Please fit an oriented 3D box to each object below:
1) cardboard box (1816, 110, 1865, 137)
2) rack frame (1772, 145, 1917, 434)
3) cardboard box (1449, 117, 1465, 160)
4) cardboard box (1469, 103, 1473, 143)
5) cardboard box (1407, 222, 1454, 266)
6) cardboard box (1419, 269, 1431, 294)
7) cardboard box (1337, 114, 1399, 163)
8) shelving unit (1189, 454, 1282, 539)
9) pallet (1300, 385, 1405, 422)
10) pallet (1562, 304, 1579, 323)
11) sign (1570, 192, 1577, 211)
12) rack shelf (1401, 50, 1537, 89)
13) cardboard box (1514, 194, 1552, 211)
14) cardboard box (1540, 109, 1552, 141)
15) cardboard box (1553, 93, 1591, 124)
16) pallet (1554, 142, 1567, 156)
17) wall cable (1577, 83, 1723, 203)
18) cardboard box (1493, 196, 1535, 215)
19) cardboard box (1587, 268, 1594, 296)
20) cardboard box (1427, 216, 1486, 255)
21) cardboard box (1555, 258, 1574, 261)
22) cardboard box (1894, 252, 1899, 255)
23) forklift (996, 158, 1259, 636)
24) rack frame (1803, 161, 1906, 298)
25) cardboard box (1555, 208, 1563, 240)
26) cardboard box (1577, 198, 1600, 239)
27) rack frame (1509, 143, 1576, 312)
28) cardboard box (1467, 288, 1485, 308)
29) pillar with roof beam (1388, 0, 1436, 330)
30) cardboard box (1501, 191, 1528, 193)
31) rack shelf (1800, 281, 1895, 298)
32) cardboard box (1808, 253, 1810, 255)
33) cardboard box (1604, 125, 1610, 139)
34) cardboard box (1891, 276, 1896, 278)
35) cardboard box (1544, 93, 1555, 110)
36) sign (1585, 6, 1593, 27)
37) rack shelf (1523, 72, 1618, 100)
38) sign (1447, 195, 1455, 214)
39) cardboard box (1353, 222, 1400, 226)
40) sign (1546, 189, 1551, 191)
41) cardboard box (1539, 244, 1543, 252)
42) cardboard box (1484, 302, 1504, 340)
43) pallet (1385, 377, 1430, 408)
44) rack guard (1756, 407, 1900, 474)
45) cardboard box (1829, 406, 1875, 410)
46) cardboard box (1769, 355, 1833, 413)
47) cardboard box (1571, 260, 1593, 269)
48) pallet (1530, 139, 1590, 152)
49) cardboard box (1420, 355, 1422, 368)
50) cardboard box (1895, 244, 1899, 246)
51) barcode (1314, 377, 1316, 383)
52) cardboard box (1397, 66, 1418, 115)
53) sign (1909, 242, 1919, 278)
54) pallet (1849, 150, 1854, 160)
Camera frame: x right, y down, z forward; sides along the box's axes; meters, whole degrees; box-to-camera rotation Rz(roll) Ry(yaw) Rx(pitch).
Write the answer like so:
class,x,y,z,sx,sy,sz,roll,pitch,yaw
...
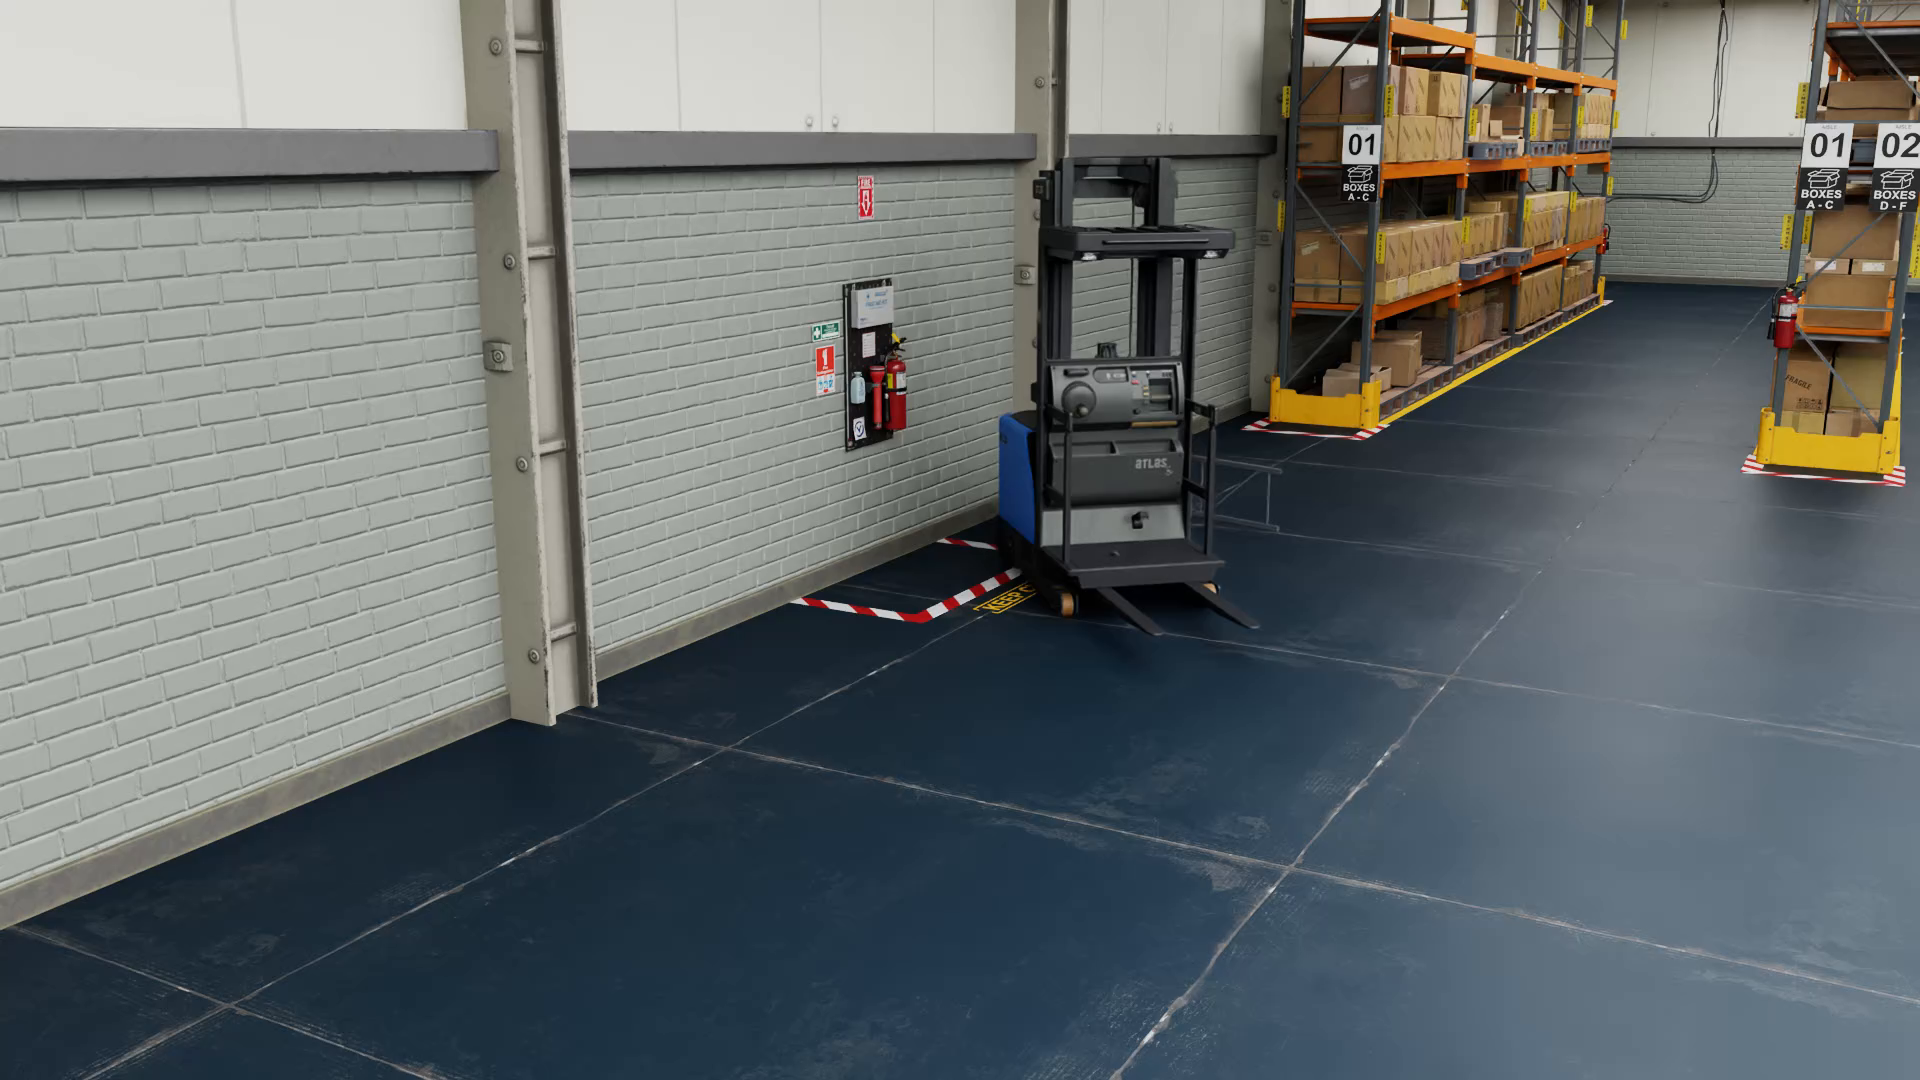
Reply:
class,x,y,z,sx,sy,sz,roll,pitch,yaw
cardboard box,8.648,-4.103,16.377,0.500,0.250,0.500,7,15,28
rack frame,8.322,-2.179,15.673,1.000,3.000,0.127,7,15,28
cardboard box,5.889,-4.945,20.488,0.500,0.500,0.500,8,16,30
cardboard box,6.252,-5.375,21.417,0.500,0.500,0.500,10,17,36
cardboard box,5.724,-3.627,20.354,0.500,0.500,0.500,7,15,28
cardboard box,5.234,-3.056,19.588,0.500,0.250,0.500,8,15,29
cardboard box,4.364,-4.297,17.799,0.500,0.500,0.500,8,16,30
shelving unit,1.614,-0.350,13.176,1.500,0.587,1.083,13,19,43
pallet,4.444,-1.562,19.064,1.003,0.211,1.213,7,15,28
pallet,10.221,-3.993,29.147,1.003,0.211,1.213,7,15,28
sign,10.265,-5.667,27.837,0.100,0.325,0.005,7,15,28
rack shelf,6.884,-6.343,22.532,1.077,0.370,4.000,7,15,28
cardboard box,9.035,-5.331,26.257,0.500,0.250,0.500,7,15,27
cardboard box,9.051,-6.633,26.594,0.700,0.500,0.500,7,15,27
cardboard box,10.375,-7.319,28.202,0.500,0.500,0.500,7,15,28
pallet,9.385,-6.373,27.078,0.805,0.209,1.217,7,15,26
wall cable,14.766,-8.549,35.920,3.097,2.526,0.112,7,15,28
cardboard box,8.310,-5.018,24.959,0.500,0.250,0.500,8,16,29
cardboard box,11.468,-4.856,31.215,0.700,0.500,0.500,7,15,28
cardboard box,6.761,-4.176,22.803,0.700,0.500,0.500,10,17,36
cardboard box,11.353,-5.220,31.339,0.380,0.149,0.250,7,15,28
cardboard box,9.198,-2.811,16.697,0.380,0.149,0.250,7,15,26
forklift,1.112,-1.015,10.991,1.130,2.935,3.031,-3,14,-13
rack frame,10.256,-3.000,19.077,1.000,3.000,0.127,7,15,28
cardboard box,9.545,-5.176,27.211,0.500,0.500,0.500,8,15,28
cardboard box,11.139,-5.912,30.516,0.980,0.700,0.700,7,15,28
rack frame,9.785,-5.202,28.210,1.000,3.000,0.127,7,15,28
cardboard box,7.218,-3.481,23.867,0.500,0.250,0.500,8,16,29
pillar with roof beam,10.234,-6.641,21.380,9.100,9.000,0.400,7,15,28
cardboard box,9.088,-5.596,27.356,0.500,0.250,0.500,8,15,29
rack shelf,11.223,-3.061,20.863,1.077,0.370,4.000,7,15,28
cardboard box,8.589,-2.750,16.441,0.380,0.149,0.250,7,15,27
cardboard box,11.597,-7.480,30.471,0.500,0.250,0.500,8,16,30
cardboard box,11.997,-3.483,21.615,0.380,0.149,0.250,7,15,28
cardboard box,9.918,-7.374,28.431,0.500,0.500,0.500,7,15,28
sign,10.266,-8.552,27.143,0.100,0.325,0.005,7,15,28
rack shelf,10.752,-7.984,29.340,1.077,0.370,4.000,7,15,28
sign,7.364,-5.006,24.928,0.100,0.325,0.005,7,15,28
cardboard box,5.009,-3.582,20.168,0.500,0.500,0.500,8,16,30
sign,11.236,-6.546,31.769,0.100,0.325,0.005,7,15,28
cardboard box,9.078,-4.679,26.535,0.380,0.149,0.250,8,16,30
cardboard box,7.549,-3.226,24.410,0.700,0.500,0.500,8,16,29
pallet,5.035,-1.812,20.098,1.003,0.211,1.213,7,15,28
rack guard,8.311,-0.959,15.946,1.175,0.500,0.348,7,15,28
cardboard box,9.015,-1.235,16.725,0.500,0.250,0.500,7,15,28
cardboard box,8.321,-1.555,16.454,0.500,0.500,0.500,7,15,28
cardboard box,11.565,-5.125,30.944,0.380,0.149,0.250,7,15,27
pallet,10.190,-6.784,28.560,1.003,0.211,1.213,7,15,28
cardboard box,5.685,-2.284,21.213,0.380,0.166,0.250,5,15,21
cardboard box,9.940,-3.125,18.000,0.380,0.149,0.250,7,15,28
barcode,4.056,-1.832,19.010,0.001,0.075,0.075,7,15,28
cardboard box,4.670,-4.891,18.132,0.500,0.500,0.500,7,15,27
sign,8.805,-2.575,15.296,0.100,0.325,0.005,7,15,28
pallet,11.402,-4.808,20.579,1.003,0.211,1.213,8,16,31
